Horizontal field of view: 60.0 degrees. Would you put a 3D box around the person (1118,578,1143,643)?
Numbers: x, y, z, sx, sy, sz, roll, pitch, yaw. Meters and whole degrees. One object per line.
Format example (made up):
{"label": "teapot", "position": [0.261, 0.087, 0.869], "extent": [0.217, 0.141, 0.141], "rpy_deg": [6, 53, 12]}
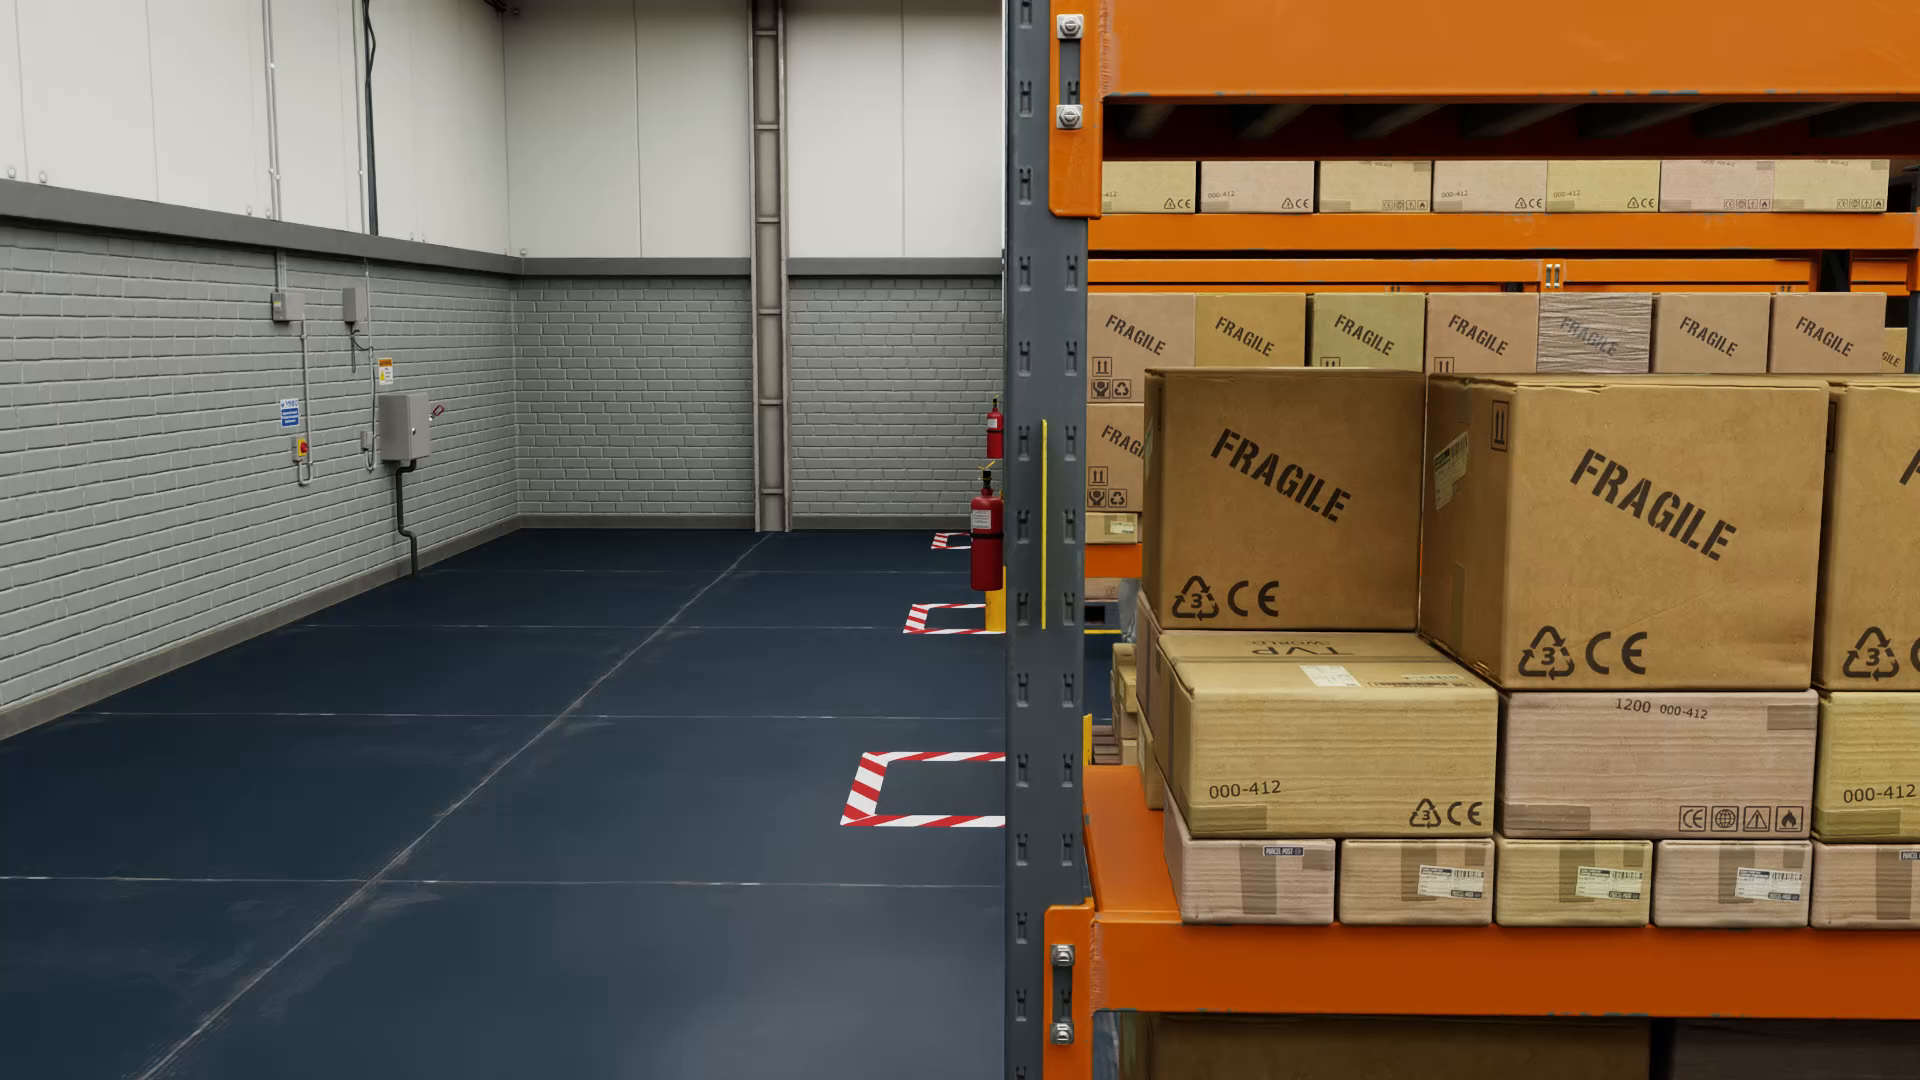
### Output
{"label": "person", "position": [1.327, -0.027, 11.700], "extent": [0.595, 1.801, 0.551], "rpy_deg": [-1, 7, -9]}
